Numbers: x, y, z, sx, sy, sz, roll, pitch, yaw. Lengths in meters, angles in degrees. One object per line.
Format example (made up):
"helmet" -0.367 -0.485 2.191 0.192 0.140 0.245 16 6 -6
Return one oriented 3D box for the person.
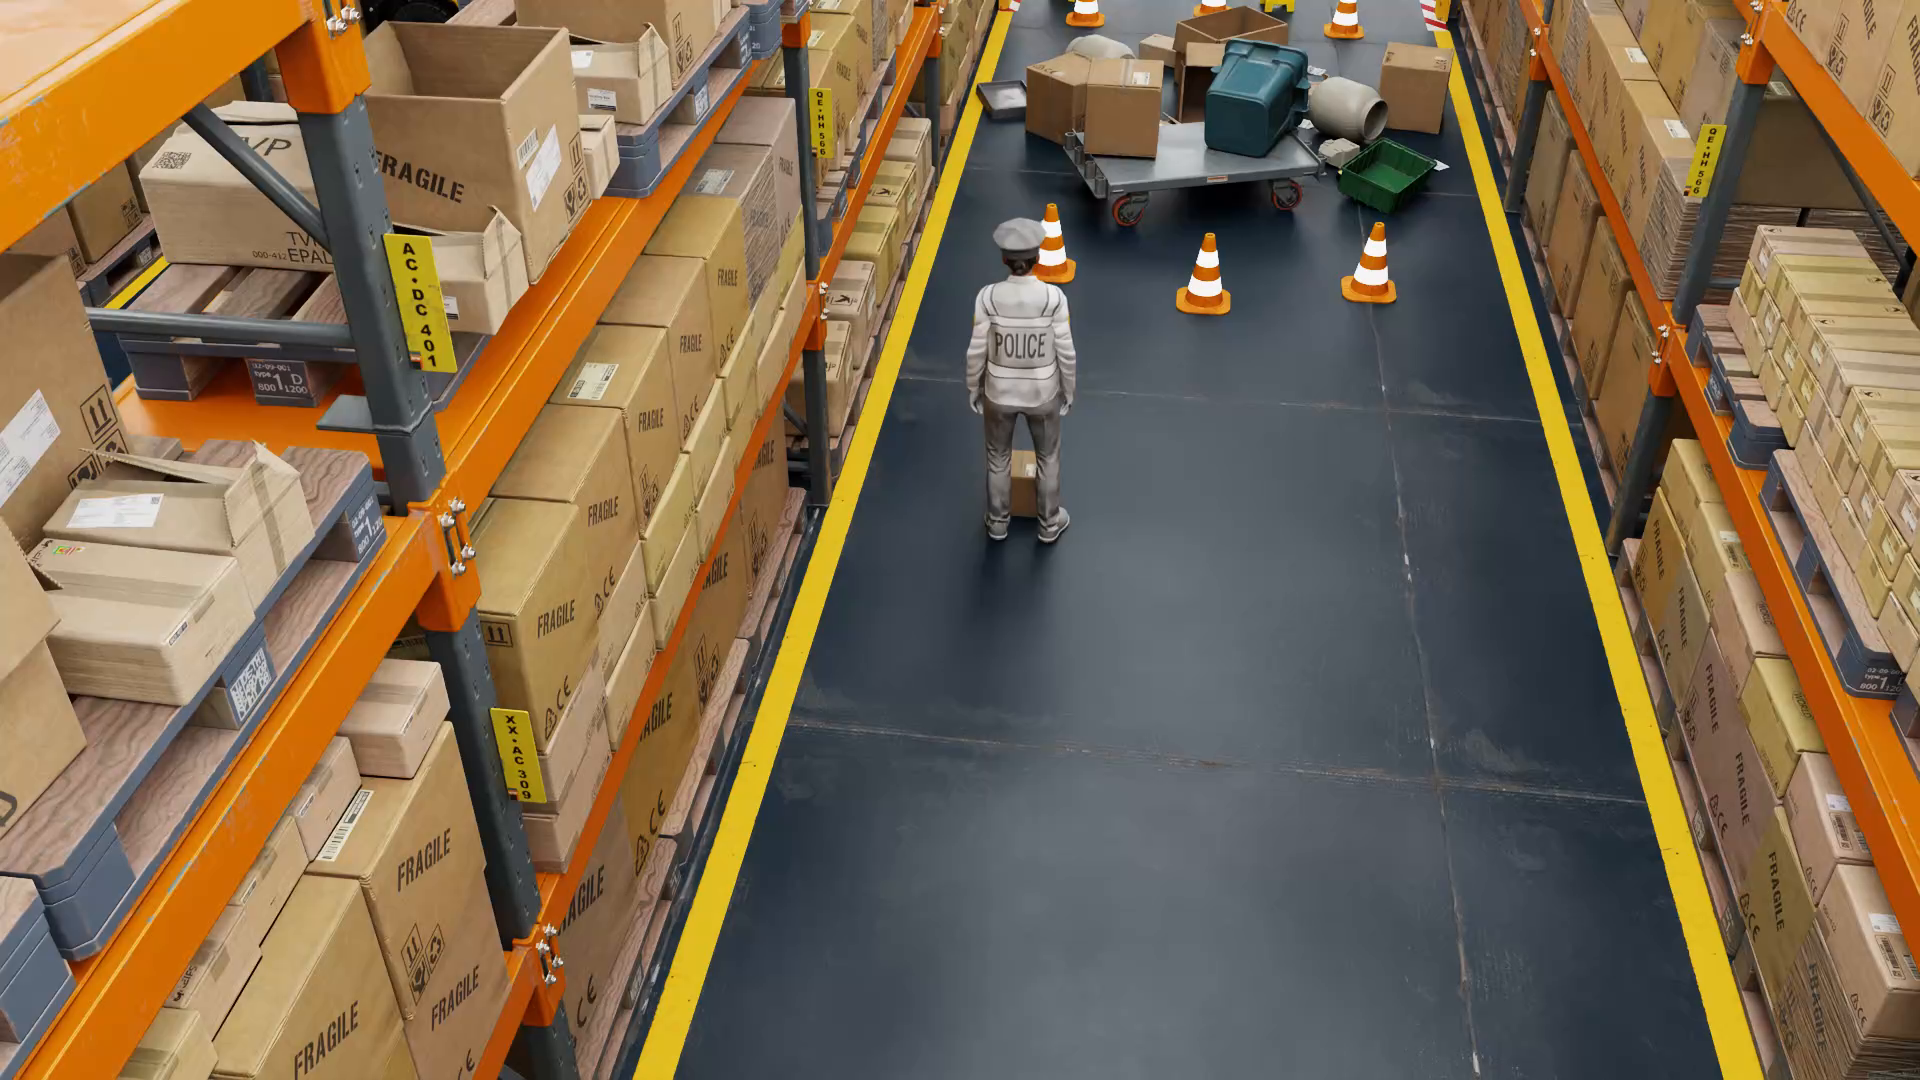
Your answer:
"person" 0.293 -0.717 8.011 0.527 1.662 0.375 3 36 4
